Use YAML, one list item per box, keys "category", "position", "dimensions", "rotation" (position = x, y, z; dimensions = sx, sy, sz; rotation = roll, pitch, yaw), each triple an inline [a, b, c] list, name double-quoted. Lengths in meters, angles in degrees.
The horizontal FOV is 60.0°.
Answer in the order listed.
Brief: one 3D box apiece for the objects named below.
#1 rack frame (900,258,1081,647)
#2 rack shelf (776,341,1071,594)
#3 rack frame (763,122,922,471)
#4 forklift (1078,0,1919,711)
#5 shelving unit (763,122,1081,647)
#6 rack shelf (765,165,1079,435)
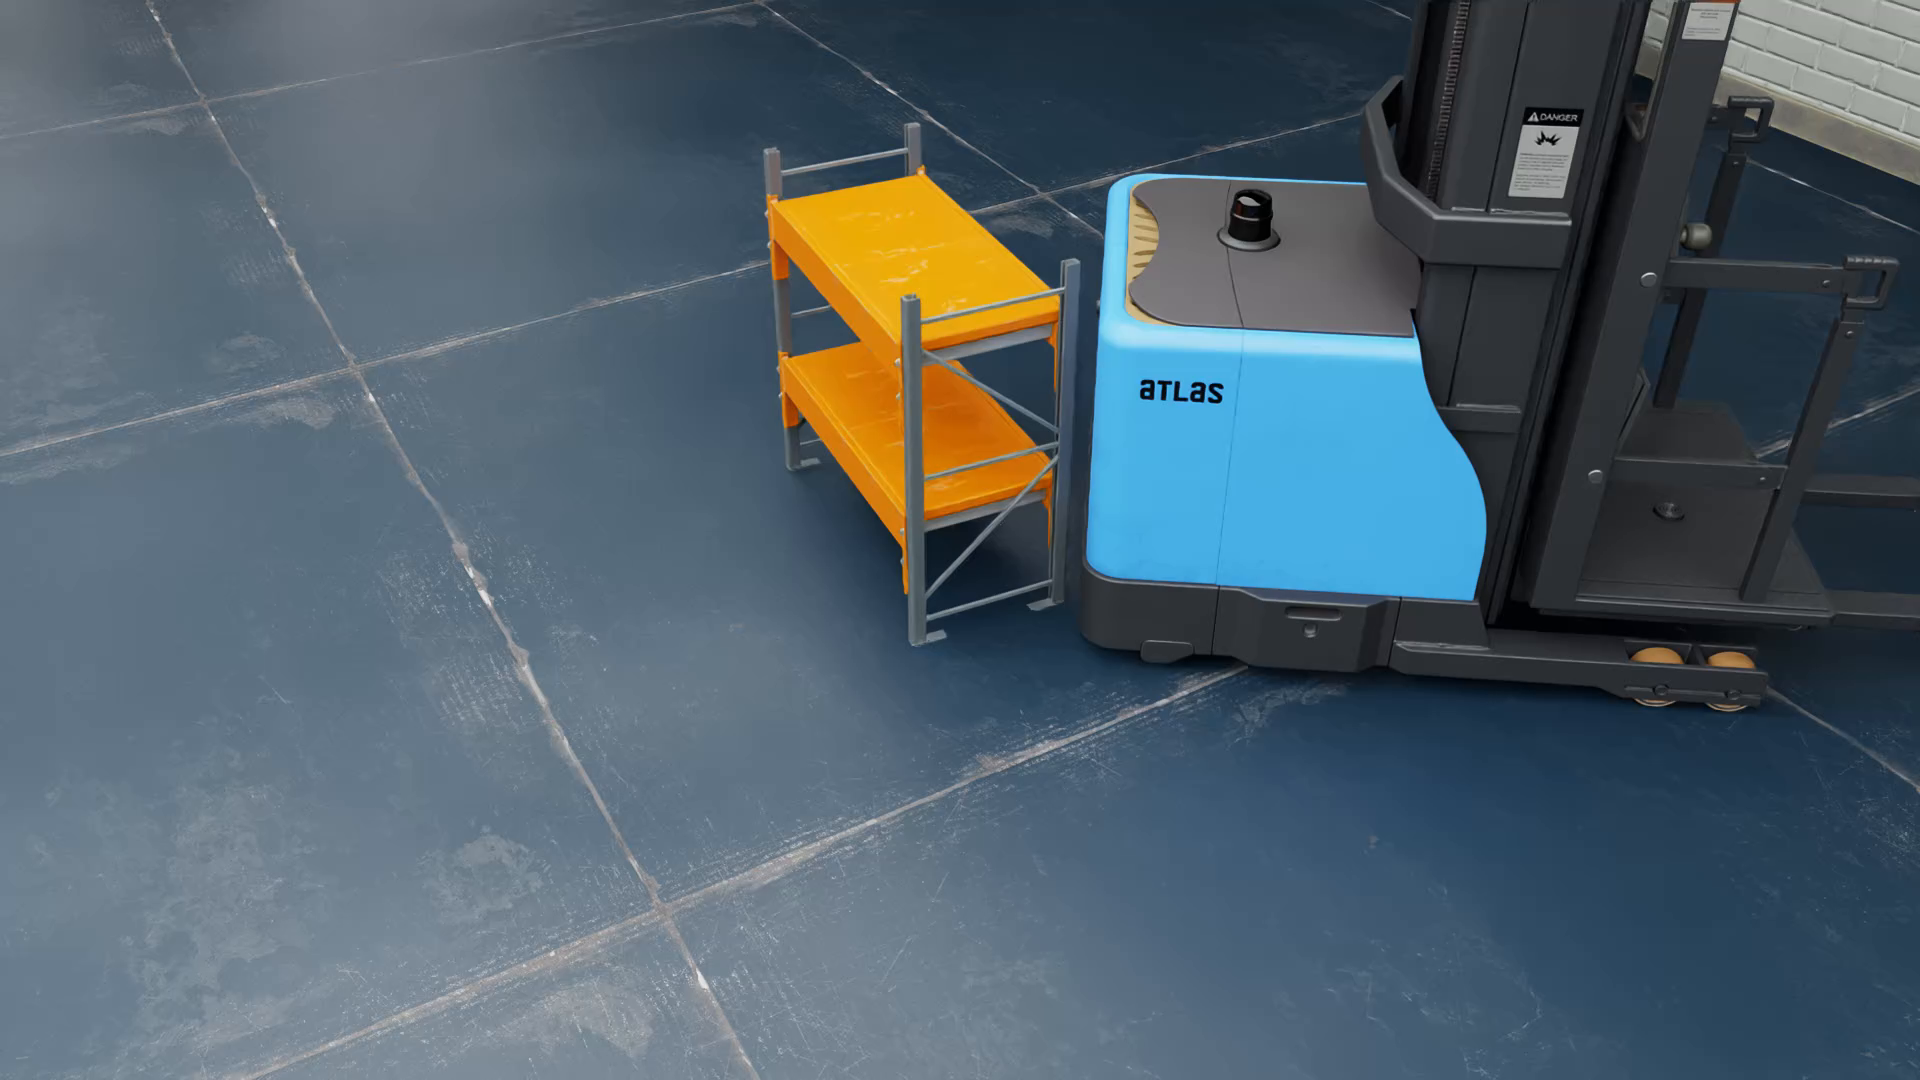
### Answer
- category: "rack frame"
  position: [0.082, -0.214, 4.589]
  dimensions: [0.500, 1.125, 0.032]
  rotation: [-16, 39, -20]
- category: "rack shelf"
  position: [-0.134, -0.288, 5.104]
  dimensions: [0.538, 0.278, 1.000]
  rotation: [-16, 39, -20]
- category: "rack frame"
  position: [-0.351, -0.756, 5.332]
  dimensions: [0.500, 1.125, 0.032]
  rotation: [-16, 39, -20]
- category: "forklift"
  position: [1.890, -1.041, 4.190]
  dimensions: [3.031, 2.935, 1.130]
  rotation: [3, 36, 5]
- category: "shelving unit"
  position: [-0.134, -0.485, 4.960]
  dimensions: [0.538, 1.125, 1.048]
  rotation: [-16, 39, -20]
- category: "rack shelf"
  position: [-0.134, -0.721, 4.788]
  dimensions: [0.538, 0.278, 1.000]
  rotation: [-16, 39, -20]
